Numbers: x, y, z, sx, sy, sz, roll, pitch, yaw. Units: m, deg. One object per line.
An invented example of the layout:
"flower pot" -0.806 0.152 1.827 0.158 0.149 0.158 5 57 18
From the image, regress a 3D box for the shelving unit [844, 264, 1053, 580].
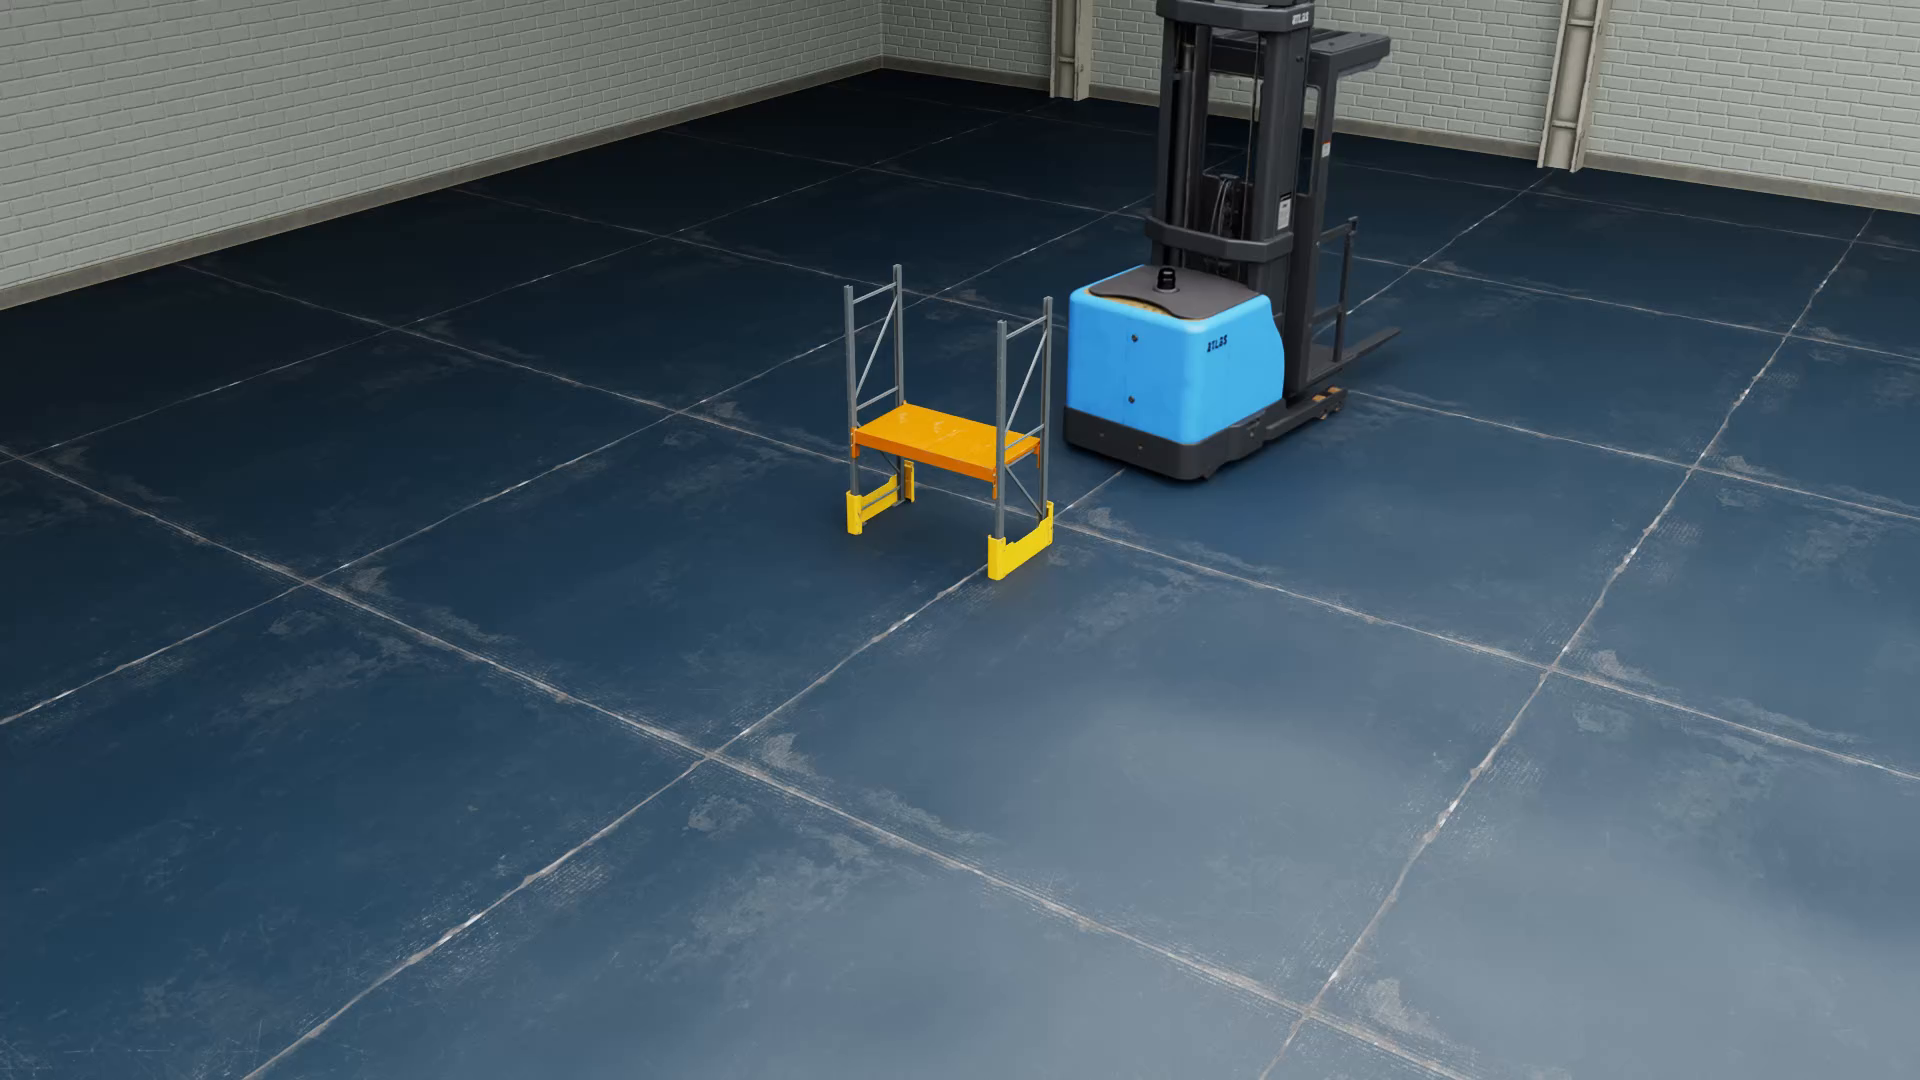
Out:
"shelving unit" -0.063 -0.688 9.448 1.083 1.500 0.587 17 32 30

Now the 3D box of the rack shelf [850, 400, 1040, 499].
"rack shelf" -0.070 -0.530 9.534 1.000 0.185 0.538 17 32 30

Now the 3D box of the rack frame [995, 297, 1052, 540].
"rack frame" 0.349 -0.560 9.196 0.032 1.500 0.500 17 32 30

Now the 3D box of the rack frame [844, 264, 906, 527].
"rack frame" -0.489 -0.821 9.709 0.032 1.500 0.500 17 32 30

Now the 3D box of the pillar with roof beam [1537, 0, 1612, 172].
"pillar with roof beam" 3.858 -6.319 12.246 0.400 9.000 9.100 17 32 30

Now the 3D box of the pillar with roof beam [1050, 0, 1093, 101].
"pillar with roof beam" -1.087 -7.860 15.274 0.400 9.000 9.100 17 32 30

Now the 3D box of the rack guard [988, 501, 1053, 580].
"rack guard" 0.348 -0.003 9.480 0.087 0.250 0.587 17 32 30

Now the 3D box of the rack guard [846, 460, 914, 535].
"rack guard" -0.473 -0.259 9.983 0.087 0.250 0.587 17 32 30

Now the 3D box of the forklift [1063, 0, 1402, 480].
"forklift" 2.028 -2.266 10.970 1.130 2.935 3.031 22 34 36
